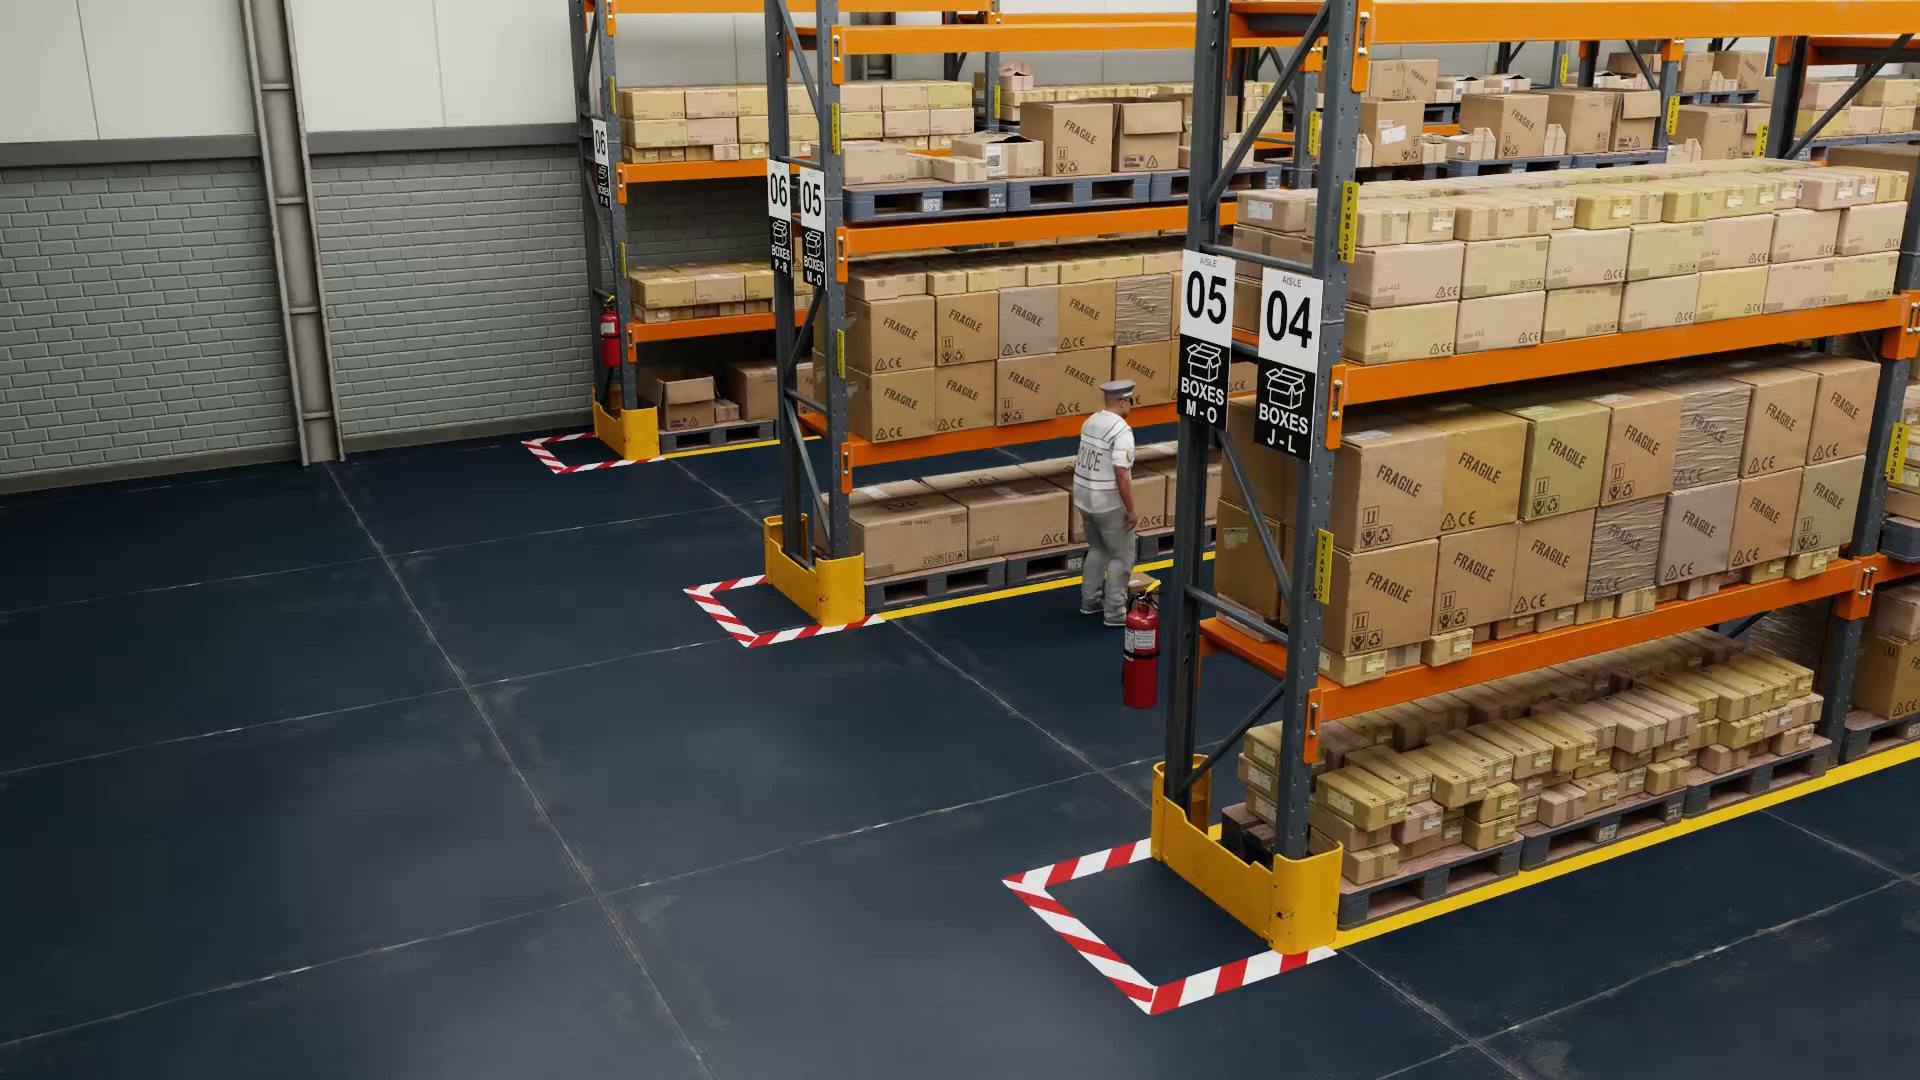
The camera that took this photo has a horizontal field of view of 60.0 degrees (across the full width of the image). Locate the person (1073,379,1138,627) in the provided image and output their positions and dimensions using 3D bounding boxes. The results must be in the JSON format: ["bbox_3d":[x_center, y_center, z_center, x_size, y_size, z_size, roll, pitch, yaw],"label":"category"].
[{"bbox_3d":[1.046,-0.265,11.847,0.437,1.747,0.583,-10,21,-27],"label":"person"}]
